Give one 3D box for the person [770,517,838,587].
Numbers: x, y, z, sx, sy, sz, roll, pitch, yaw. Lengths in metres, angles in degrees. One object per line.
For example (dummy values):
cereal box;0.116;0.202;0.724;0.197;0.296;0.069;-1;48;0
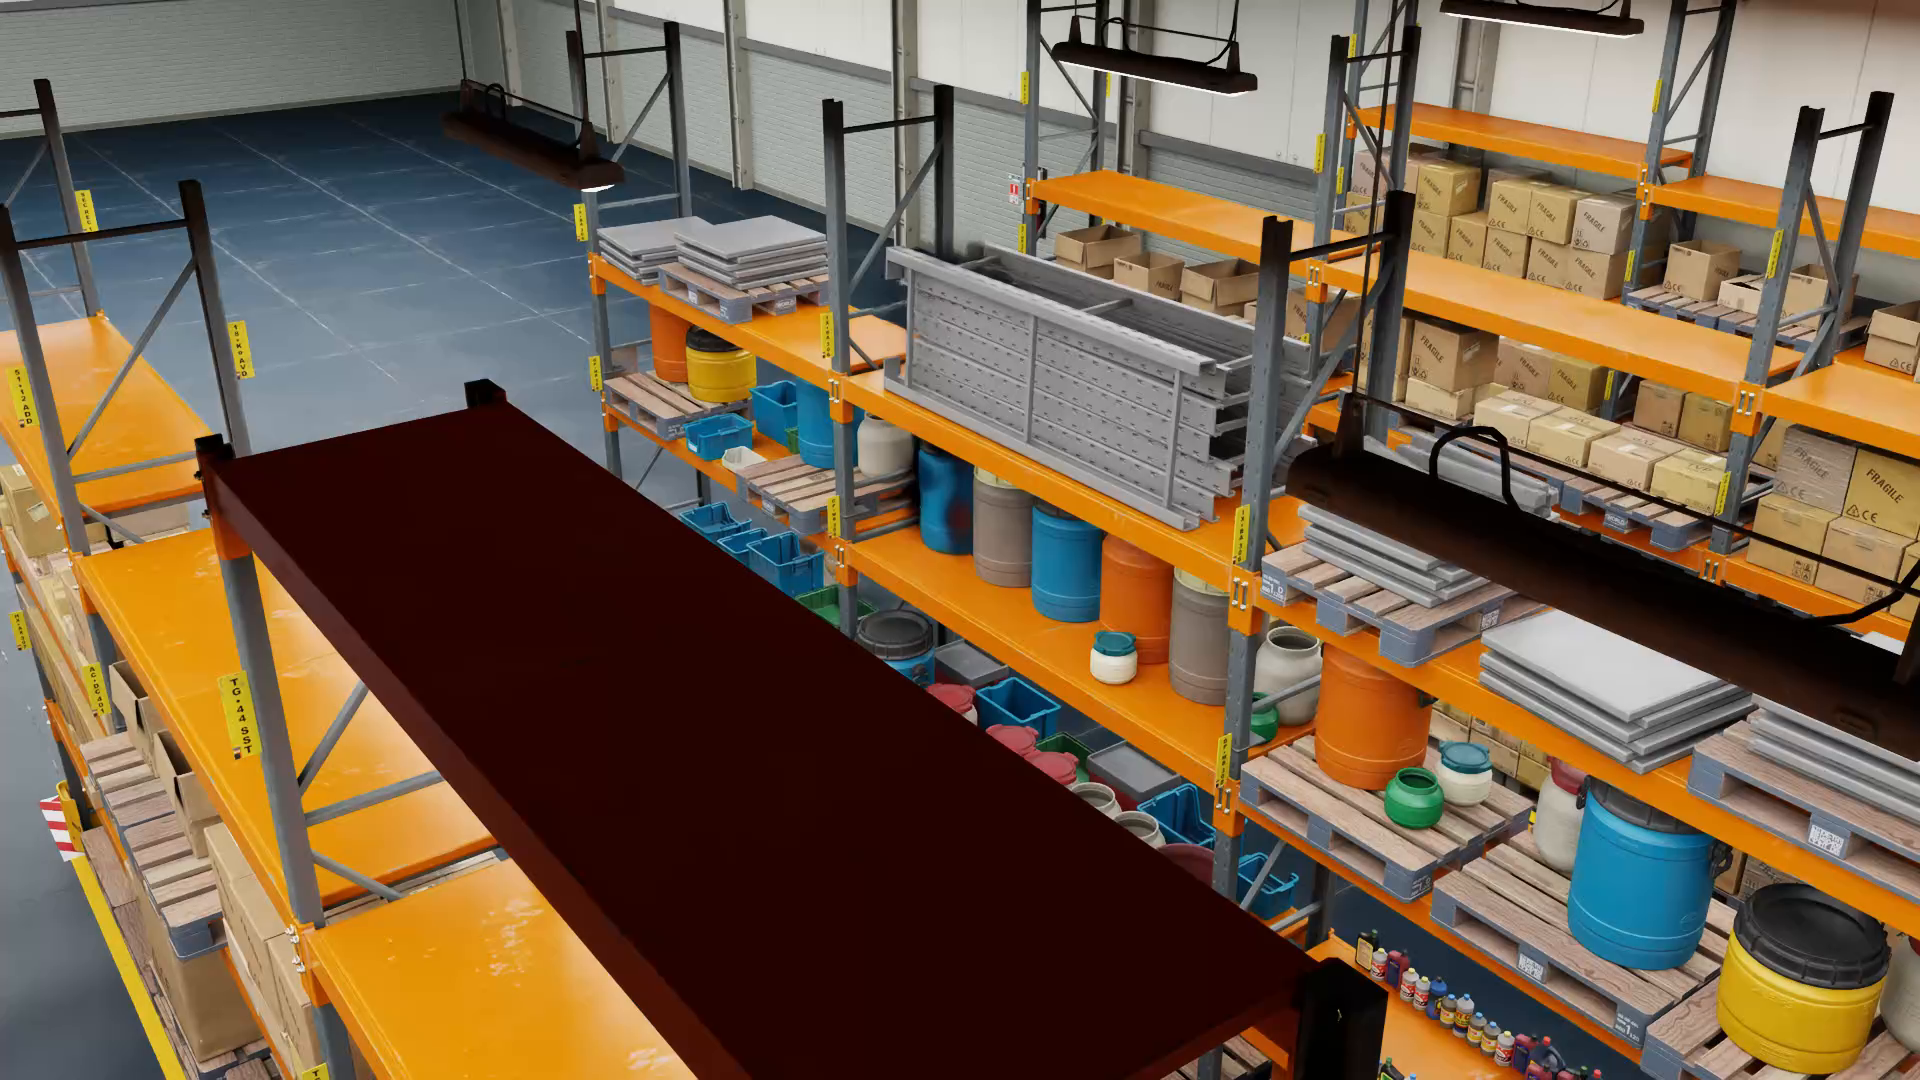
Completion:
person;-1.617;-0.152;17.393;0.872;1.619;0.655;-22;33;-39
